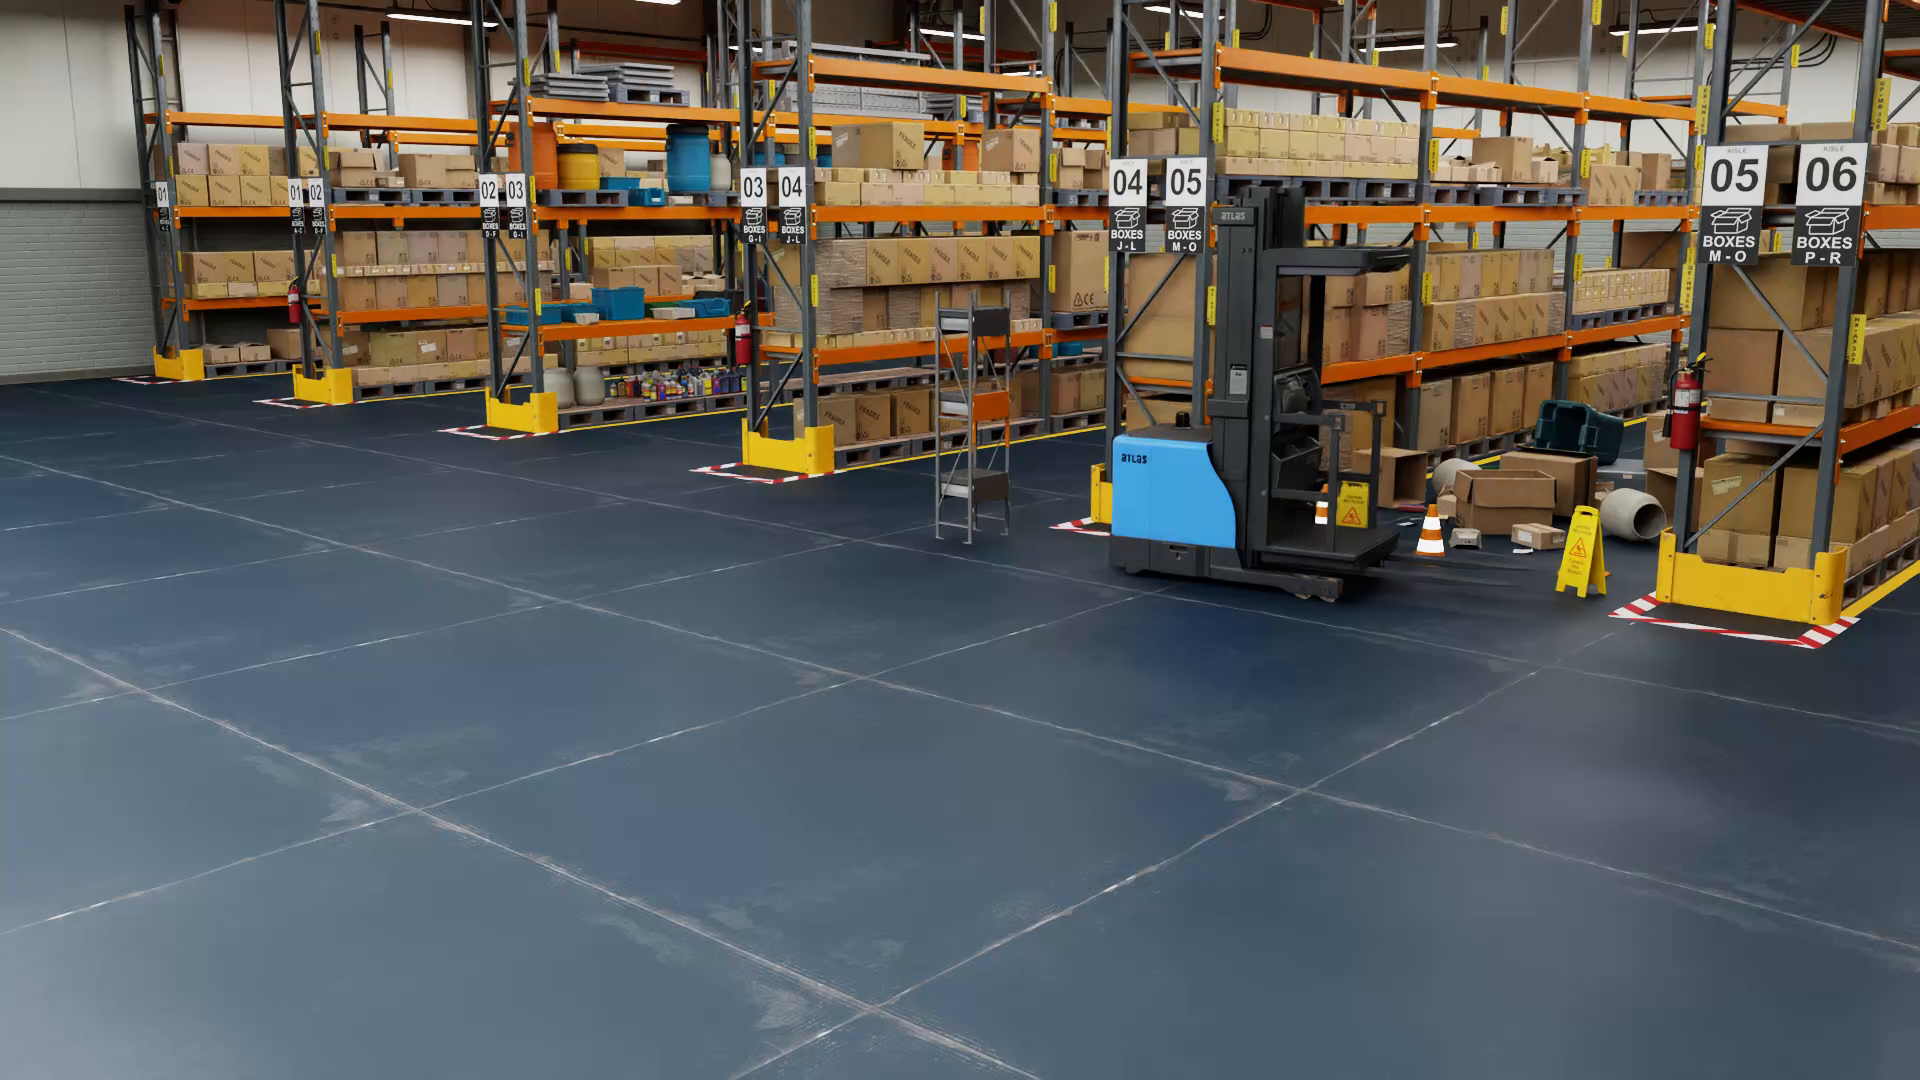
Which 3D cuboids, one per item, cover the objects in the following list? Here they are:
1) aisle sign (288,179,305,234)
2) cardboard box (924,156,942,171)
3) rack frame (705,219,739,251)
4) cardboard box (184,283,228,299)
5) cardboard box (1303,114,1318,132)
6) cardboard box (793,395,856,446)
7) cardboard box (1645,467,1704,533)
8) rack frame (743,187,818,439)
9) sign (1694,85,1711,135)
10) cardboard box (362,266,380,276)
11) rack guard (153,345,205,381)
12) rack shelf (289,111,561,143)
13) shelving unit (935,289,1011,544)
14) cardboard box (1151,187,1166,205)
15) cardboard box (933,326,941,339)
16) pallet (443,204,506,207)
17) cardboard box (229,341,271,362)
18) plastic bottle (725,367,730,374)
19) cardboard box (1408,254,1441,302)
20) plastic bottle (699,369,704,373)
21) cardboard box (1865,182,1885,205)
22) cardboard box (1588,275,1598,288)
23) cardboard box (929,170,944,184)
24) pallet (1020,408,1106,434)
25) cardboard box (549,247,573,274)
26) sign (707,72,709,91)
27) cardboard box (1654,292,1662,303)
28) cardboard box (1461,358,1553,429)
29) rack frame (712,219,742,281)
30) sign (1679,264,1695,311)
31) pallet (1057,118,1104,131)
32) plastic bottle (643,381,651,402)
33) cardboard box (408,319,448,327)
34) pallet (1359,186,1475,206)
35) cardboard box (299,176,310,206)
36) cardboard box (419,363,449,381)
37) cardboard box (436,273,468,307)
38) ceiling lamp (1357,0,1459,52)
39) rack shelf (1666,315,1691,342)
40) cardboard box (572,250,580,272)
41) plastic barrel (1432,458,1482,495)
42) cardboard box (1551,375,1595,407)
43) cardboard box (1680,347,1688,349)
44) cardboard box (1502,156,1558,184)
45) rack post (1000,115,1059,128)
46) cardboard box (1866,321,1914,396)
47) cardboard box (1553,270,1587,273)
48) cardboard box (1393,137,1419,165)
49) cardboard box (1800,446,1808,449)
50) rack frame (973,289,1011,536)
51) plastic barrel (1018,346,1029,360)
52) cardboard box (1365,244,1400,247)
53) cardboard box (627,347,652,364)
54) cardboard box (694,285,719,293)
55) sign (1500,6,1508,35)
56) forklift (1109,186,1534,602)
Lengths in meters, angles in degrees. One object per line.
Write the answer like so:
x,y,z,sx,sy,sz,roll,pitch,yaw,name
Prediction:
-9.634,-4.839,24.145,0.394,0.787,0.004,10,15,40,aisle sign
-0.720,-7.444,33.355,0.700,0.500,0.500,10,15,40,cardboard box
-5.172,-5.942,36.301,1.000,3.000,0.127,10,15,40,rack frame
-12.533,-4.143,27.628,0.500,0.250,0.500,9,15,39,cardboard box
3.027,-3.787,15.135,0.380,0.149,0.250,10,15,40,cardboard box
-1.506,-1.325,18.495,0.500,0.500,0.500,-9,14,-37,cardboard box
6.424,-0.356,14.710,0.500,0.500,0.500,-2,11,-9,cardboard box
-1.931,-2.255,17.842,1.000,3.000,0.127,10,15,40,rack frame
5.109,-2.953,11.421,0.100,0.325,0.005,10,15,40,sign
-8.777,-3.972,24.530,0.380,0.149,0.250,9,15,39,cardboard box
-13.043,-2.962,27.762,1.175,0.500,0.348,10,15,40,rack guard
-8.050,-6.223,25.253,1.077,0.370,4.000,10,15,40,rack shelf
0.109,-1.054,14.127,0.431,2.100,0.503,10,15,40,shelving unit
2.569,-4.579,22.205,0.500,0.250,0.500,10,15,42,cardboard box
-0.436,-2.405,19.235,0.380,0.149,0.250,10,15,40,cardboard box
-9.283,-6.374,31.284,1.213,0.211,1.003,10,15,40,pallet
-12.193,-3.247,28.553,0.500,0.311,0.500,-11,15,-43,cardboard box
-3.328,-2.287,23.644,0.144,0.351,0.185,10,15,40,plastic bottle
4.692,-2.800,17.766,0.700,0.500,0.500,9,15,39,cardboard box
-3.744,-2.323,24.012,0.152,0.276,0.135,10,15,42,plastic bottle
5.976,-2.328,11.192,0.380,0.149,0.250,10,15,40,cardboard box
7.800,-3.269,20.968,0.380,0.149,0.250,10,15,40,cardboard box
-0.399,-4.128,18.929,0.380,0.149,0.250,9,14,38,cardboard box
1.222,-1.591,21.636,1.003,0.211,1.213,10,15,40,pallet
-8.116,-5.547,32.949,0.700,0.500,0.500,8,14,34,cardboard box
-4.503,-8.221,29.808,0.100,0.325,0.005,10,15,40,sign
9.365,-3.325,22.768,0.380,0.149,0.250,10,15,41,cardboard box
6.539,-1.801,20.239,1.050,0.750,0.750,10,15,40,cardboard box
-4.089,-4.713,30.151,1.000,3.000,0.127,10,15,40,rack frame
5.109,-1.771,11.657,0.100,0.325,0.005,10,15,40,sign
1.746,-7.188,28.729,1.003,0.211,1.213,10,15,40,pallet
-4.221,-2.000,22.407,0.097,0.271,0.097,0,11,0,plastic bottle
-9.980,-3.865,31.163,0.700,0.500,0.500,10,15,42,cardboard box
4.936,-3.706,17.936,0.805,0.209,1.217,9,14,38,pallet
-11.282,-6.029,28.774,0.500,0.500,0.500,9,14,38,cardboard box
-8.191,-2.591,25.476,0.500,0.250,0.500,10,15,40,cardboard box
-8.032,-3.880,25.726,0.700,0.500,0.500,10,15,42,cardboard box
8.574,-11.123,32.022,2.000,3.185,0.800,10,15,40,ceiling lamp
10.969,-3.306,24.940,1.077,0.370,4.000,10,15,40,rack shelf
-7.699,-5.661,33.832,0.500,0.500,0.500,10,15,41,cardboard box
4.772,-0.559,15.927,0.421,0.421,0.512,-2,11,-9,plastic barrel
7.667,-1.827,21.010,0.500,0.500,0.500,9,14,38,cardboard box
11.233,-2.895,25.737,0.380,0.149,0.250,9,14,38,cardboard box
6.544,-4.265,19.150,0.500,0.311,0.500,10,15,40,cardboard box
1.029,-7.043,27.776,0.954,0.300,0.937,-10,15,-41,rack post
6.709,-1.354,12.318,0.500,0.500,0.500,9,15,39,cardboard box
8.191,-3.550,22.376,0.380,0.149,0.250,11,15,42,cardboard box
4.236,-3.880,16.616,0.500,0.250,0.500,10,15,40,cardboard box
6.381,-0.806,12.968,0.380,0.149,0.250,11,15,43,cardboard box
0.270,-1.090,14.307,0.400,2.100,0.015,10,15,40,rack frame
0.990,-3.393,28.821,0.421,0.512,0.421,0,11,0,plastic barrel
6.829,-4.569,27.139,0.500,0.500,0.500,10,15,40,cardboard box
-5.599,-3.161,28.328,0.500,0.250,0.500,9,15,39,cardboard box
-4.475,-4.422,29.334,0.380,0.149,0.250,10,15,40,cardboard box
6.595,-6.283,20.107,0.100,0.325,0.005,10,15,40,sign
2.686,-1.110,12.285,3.031,2.935,1.130,7,13,30,forklift
